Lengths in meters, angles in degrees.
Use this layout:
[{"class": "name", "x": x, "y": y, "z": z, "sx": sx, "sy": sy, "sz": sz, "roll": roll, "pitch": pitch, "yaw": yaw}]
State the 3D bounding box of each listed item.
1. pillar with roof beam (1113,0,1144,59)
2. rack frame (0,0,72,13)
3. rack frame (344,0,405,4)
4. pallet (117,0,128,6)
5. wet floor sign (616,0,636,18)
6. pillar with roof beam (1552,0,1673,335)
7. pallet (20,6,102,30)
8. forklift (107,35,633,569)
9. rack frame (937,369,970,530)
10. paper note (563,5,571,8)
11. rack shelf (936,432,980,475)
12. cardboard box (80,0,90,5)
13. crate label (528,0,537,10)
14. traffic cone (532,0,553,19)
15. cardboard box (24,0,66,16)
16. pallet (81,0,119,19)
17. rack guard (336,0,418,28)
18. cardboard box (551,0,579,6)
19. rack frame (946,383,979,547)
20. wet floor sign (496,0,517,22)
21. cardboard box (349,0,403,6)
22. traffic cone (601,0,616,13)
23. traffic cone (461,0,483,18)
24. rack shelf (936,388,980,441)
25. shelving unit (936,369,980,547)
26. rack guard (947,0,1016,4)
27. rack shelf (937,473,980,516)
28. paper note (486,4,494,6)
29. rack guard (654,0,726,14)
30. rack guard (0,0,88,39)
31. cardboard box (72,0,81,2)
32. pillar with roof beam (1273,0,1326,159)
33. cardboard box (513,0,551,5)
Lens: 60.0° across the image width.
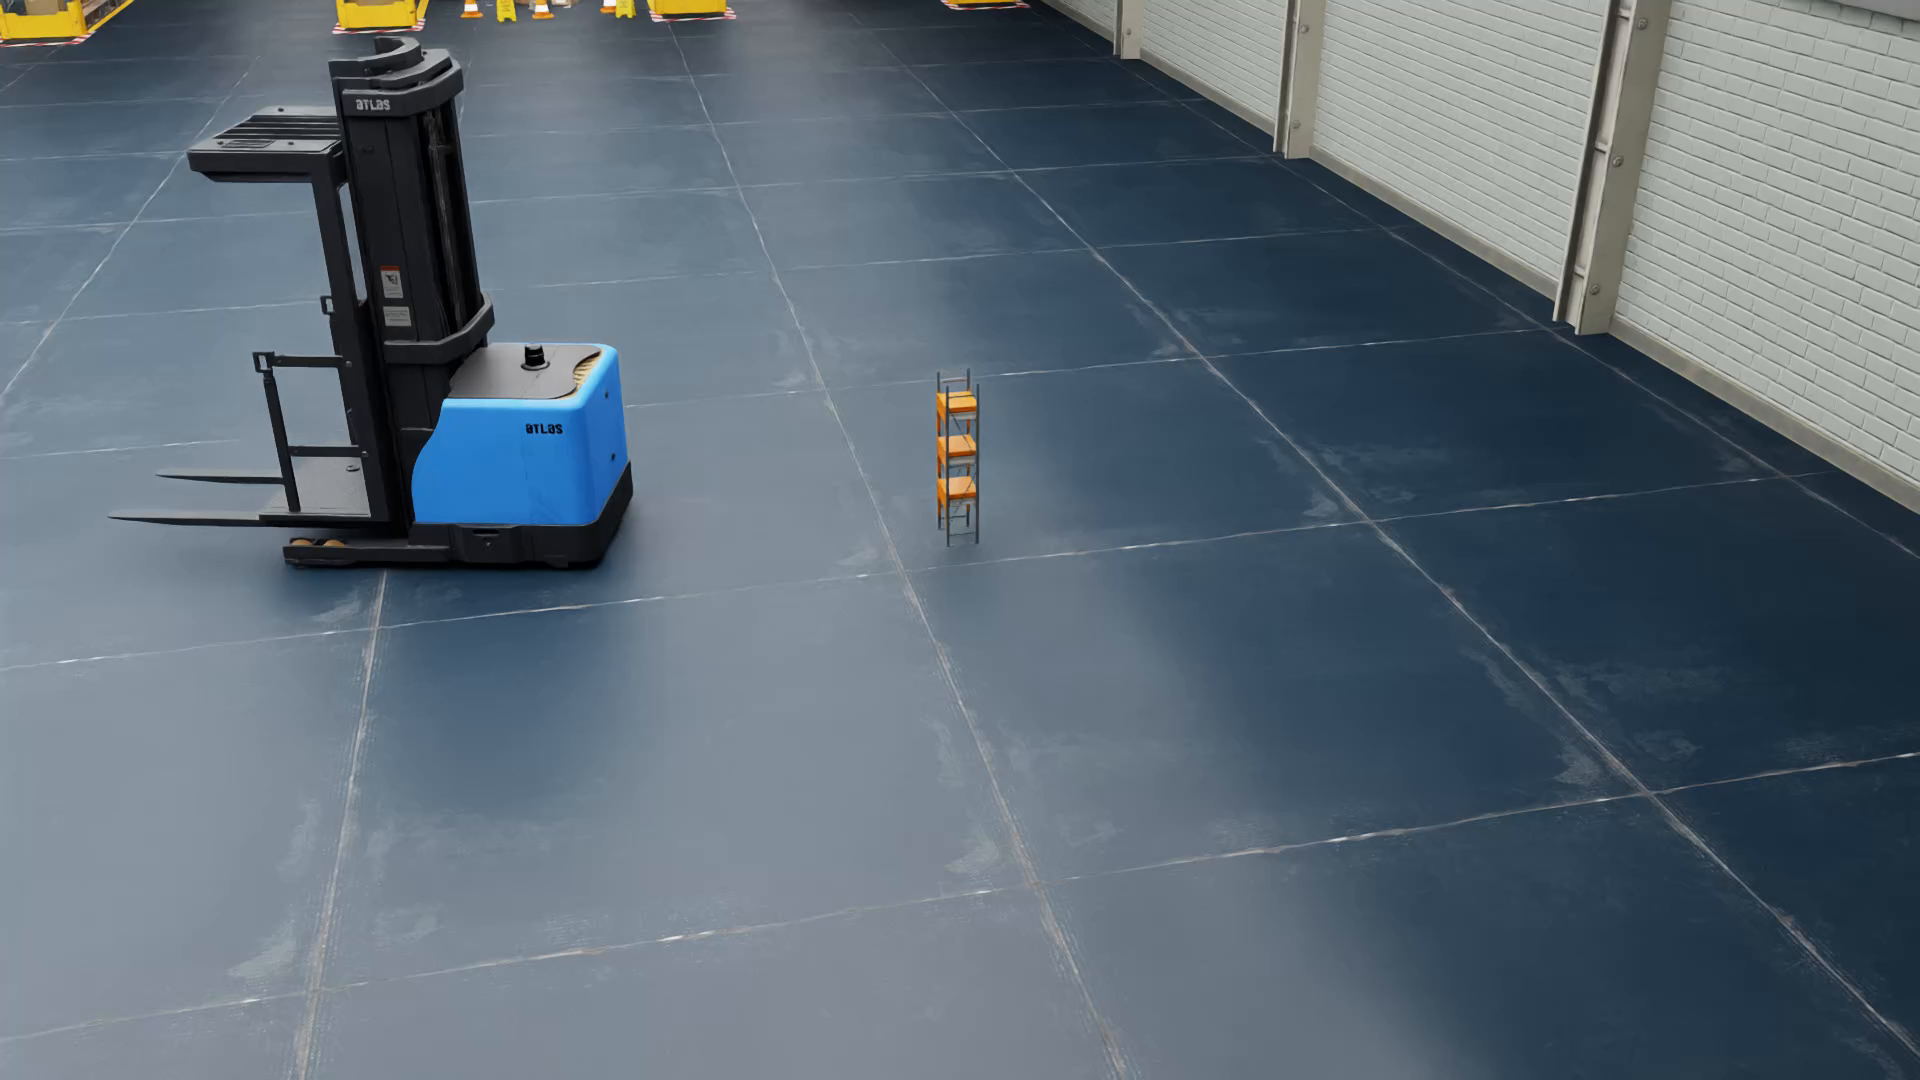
[{"class": "pillar with roof beam", "x": -1.755, "y": -10.621, "z": 21.305, "sx": 9.100, "sy": 9.000, "sz": 0.400, "roll": -6, "pitch": 27, "yaw": -12}, {"class": "rack frame", "x": -14.125, "y": -9.104, "z": 24.959, "sx": 1.000, "sy": 3.000, "sz": 0.127, "roll": -6, "pitch": 27, "yaw": -12}, {"class": "rack frame", "x": -9.269, "y": -9.564, "z": 25.869, "sx": 1.000, "sy": 3.000, "sz": 0.127, "roll": -6, "pitch": 27, "yaw": -12}, {"class": "pallet", "x": -14.840, "y": -9.324, "z": 28.489, "sx": 1.003, "sy": 0.211, "sz": 1.213, "roll": -6, "pitch": 27, "yaw": -12}, {"class": "wet floor sign", "x": -5.469, "y": -8.868, "z": 27.103, "sx": 0.267, "sy": 0.644, "sz": 0.232, "roll": 3, "pitch": 27, "yaw": 6}, {"class": "pillar with roof beam", "x": 0.949, "y": -5.352, "z": 10.868, "sx": 9.100, "sy": 9.000, "sz": 0.400, "roll": -6, "pitch": 27, "yaw": -12}, {"class": "pallet", "x": -14.290, "y": -8.253, "z": 26.367, "sx": 1.003, "sy": 0.211, "sz": 1.213, "roll": -6, "pitch": 27, "yaw": -12}, {"class": "forklift", "x": -3.628, "y": -1.375, "z": 9.721, "sx": 3.031, "sy": 2.935, "sz": 1.130, "roll": 1, "pitch": 27, "yaw": 2}, {"class": "rack frame", "x": -0.040, "y": -0.546, "z": 10.166, "sx": 0.200, "sy": 1.050, "sz": 0.008, "roll": -6, "pitch": 27, "yaw": -12}, {"class": "paper note", "x": -6.622, "y": -8.998, "z": 28.043, "sx": 0.148, "sy": 0.019, "sz": 0.142, "roll": -16, "pitch": 31, "yaw": -29}, {"class": "rack shelf", "x": -0.012, "y": -0.483, "z": 10.065, "sx": 0.215, "sy": 0.259, "sz": 0.240, "roll": -6, "pitch": 27, "yaw": -12}, {"class": "cardboard box", "x": -14.540, "y": -8.987, "z": 27.035, "sx": 0.500, "sy": 0.500, "sz": 0.500, "roll": -3, "pitch": 27, "yaw": -7}, {"class": "crate label", "x": -7.066, "y": -8.967, "z": 27.864, "sx": 0.250, "sy": 0.136, "sz": 0.298, "roll": -23, "pitch": 35, "yaw": -38}, {"class": "traffic cone", "x": -6.828, "y": -8.774, "z": 27.120, "sx": 0.336, "sy": 0.463, "sz": 0.334, "roll": -6, "pitch": 27, "yaw": -12}, {"class": "cardboard box", "x": -14.249, "y": -8.452, "z": 25.974, "sx": 0.500, "sy": 0.500, "sz": 0.500, "roll": -1, "pitch": 27, "yaw": -2}, {"class": "pallet", "x": -14.562, "y": -8.788, "z": 27.426, "sx": 1.003, "sy": 0.211, "sz": 1.213, "roll": -6, "pitch": 27, "yaw": -12}, {"class": "rack guard", "x": -9.264, "y": -8.437, "z": 26.411, "sx": 1.175, "sy": 0.500, "sz": 0.348, "roll": -6, "pitch": 27, "yaw": -12}, {"class": "cardboard box", "x": -6.733, "y": -9.208, "z": 28.328, "sx": 0.380, "sy": 0.149, "sz": 0.250, "roll": 8, "pitch": 28, "yaw": 15}, {"class": "rack frame", "x": 0.015, "y": -0.439, "z": 9.954, "sx": 0.200, "sy": 1.050, "sz": 0.008, "roll": -6, "pitch": 27, "yaw": -12}, {"class": "wet floor sign", "x": -7.334, "y": -8.701, "z": 26.772, "sx": 0.267, "sy": 0.644, "sz": 0.232, "roll": -11, "pitch": 29, "yaw": -20}, {"class": "cardboard box", "x": -9.487, "y": -9.094, "z": 26.829, "sx": 0.875, "sy": 0.875, "sz": 0.875, "roll": -6, "pitch": 27, "yaw": -11}, {"class": "traffic cone", "x": -5.823, "y": -9.036, "z": 27.639, "sx": 0.336, "sy": 0.463, "sz": 0.334, "roll": -6, "pitch": 27, "yaw": -12}, {"class": "traffic cone", "x": -8.006, "y": -8.808, "z": 27.188, "sx": 0.336, "sy": 0.463, "sz": 0.334, "roll": -6, "pitch": 27, "yaw": -12}, {"class": "rack shelf", "x": -0.012, "y": -0.736, "z": 9.937, "sx": 0.215, "sy": 0.259, "sz": 0.240, "roll": -6, "pitch": 27, "yaw": -12}, {"class": "shelving unit", "x": -0.012, "y": -0.492, "z": 10.060, "sx": 0.215, "sy": 1.050, "sz": 0.252, "roll": -6, "pitch": 27, "yaw": -12}, {"class": "rack guard", "x": 0.371, "y": -9.490, "z": 28.497, "sx": 1.175, "sy": 0.500, "sz": 0.348, "roll": -6, "pitch": 27, "yaw": -12}, {"class": "rack shelf", "x": -0.012, "y": -0.235, "z": 10.190, "sx": 0.215, "sy": 0.259, "sz": 0.240, "roll": -6, "pitch": 27, "yaw": -12}, {"class": "paper note", "x": -7.959, "y": -9.080, "z": 28.207, "sx": 0.144, "sy": 0.017, "sz": 0.142, "roll": 3, "pitch": 27, "yaw": 6}, {"class": "rack guard", "x": -4.487, "y": -9.028, "z": 27.582, "sx": 1.175, "sy": 0.500, "sz": 0.348, "roll": -6, "pitch": 27, "yaw": -12}, {"class": "rack guard", "x": -14.142, "y": -8.022, "z": 25.588, "sx": 1.175, "sy": 0.500, "sz": 0.348, "roll": -6, "pitch": 27, "yaw": -12}, {"class": "cardboard box", "x": -14.417, "y": -8.711, "z": 26.487, "sx": 0.500, "sy": 0.500, "sz": 0.500, "roll": 1, "pitch": 27, "yaw": 2}, {"class": "pillar with roof beam", "x": -0.403, "y": -7.987, "z": 16.086, "sx": 9.100, "sy": 9.000, "sz": 0.400, "roll": -6, "pitch": 27, "yaw": -12}, {"class": "cardboard box", "x": -7.332, "y": -9.510, "z": 28.533, "sx": 0.637, "sy": 0.503, "sz": 0.797, "roll": 19, "pitch": 32, "yaw": 32}]
